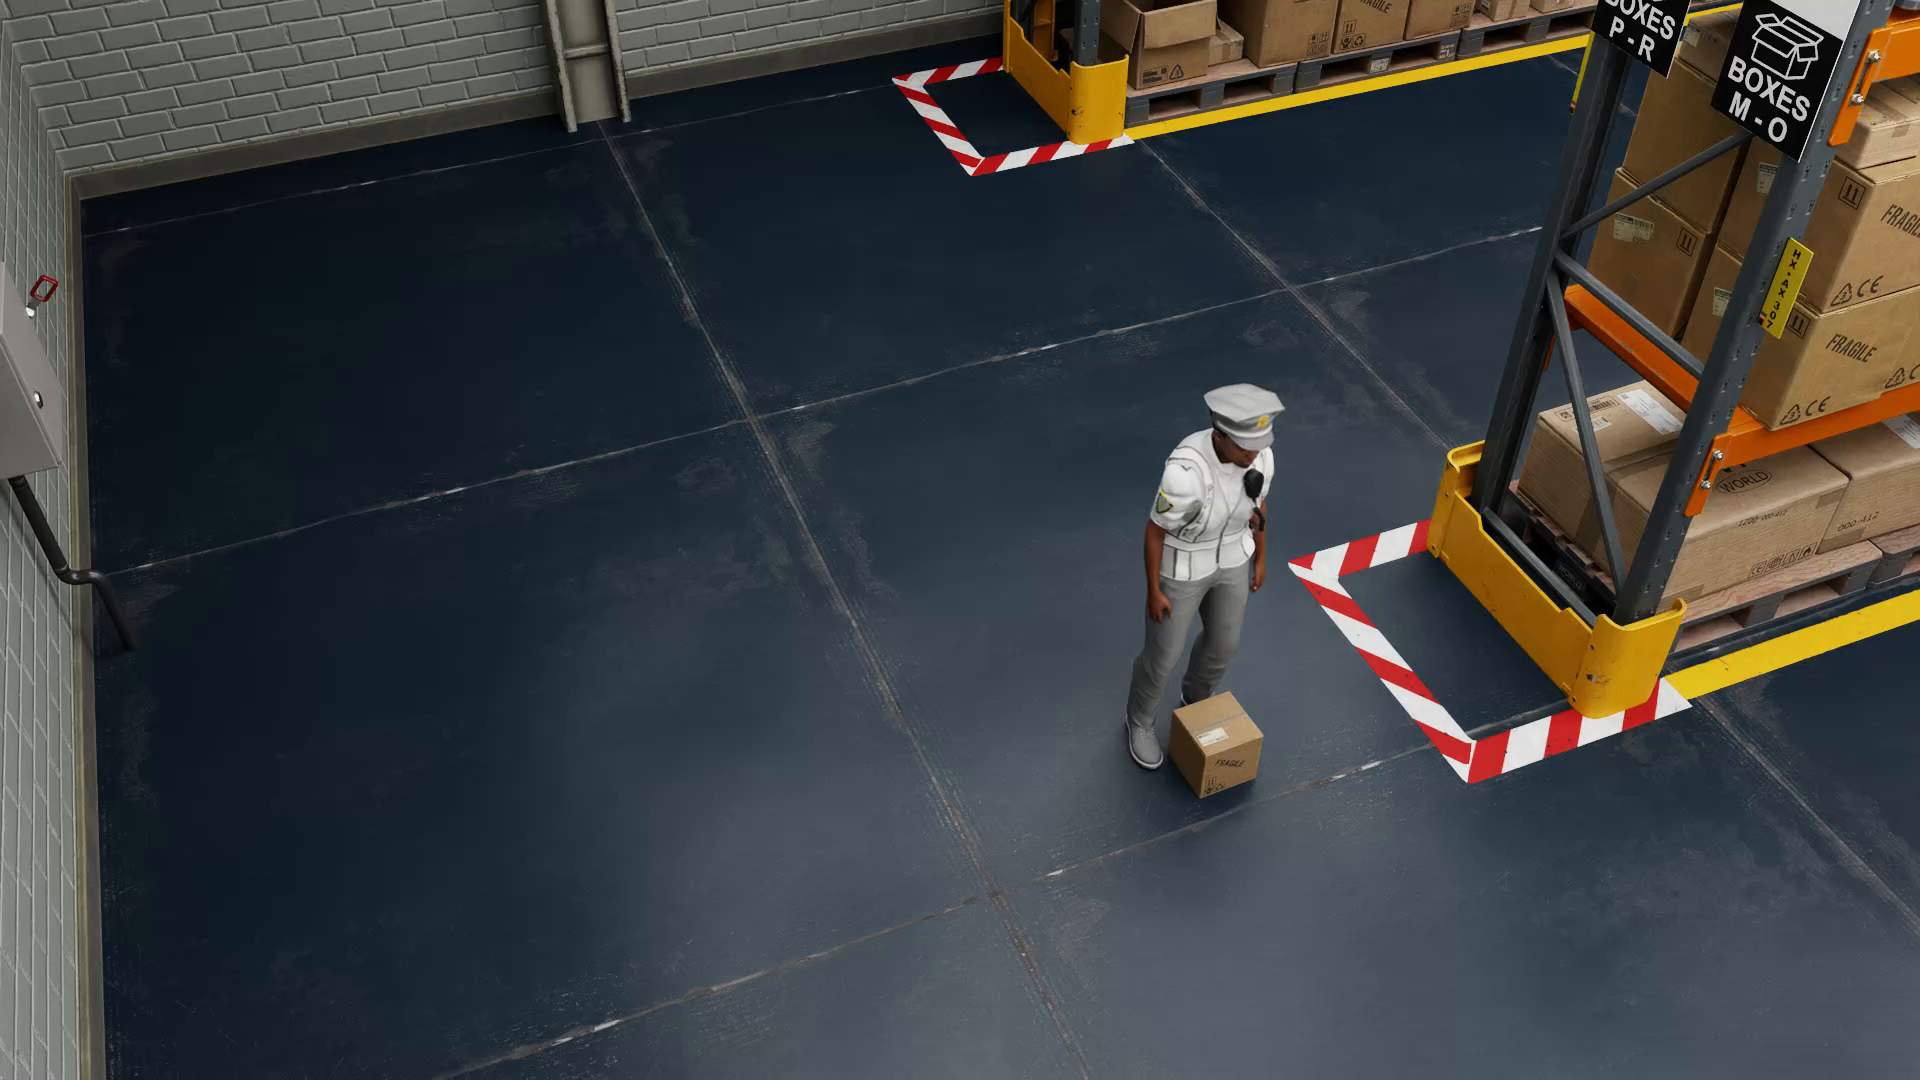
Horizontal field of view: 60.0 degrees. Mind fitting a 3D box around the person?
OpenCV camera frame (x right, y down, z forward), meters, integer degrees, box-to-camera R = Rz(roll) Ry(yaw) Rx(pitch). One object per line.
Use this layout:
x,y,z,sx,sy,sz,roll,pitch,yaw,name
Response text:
0.877,0.115,6.031,0.525,1.661,0.395,-17,45,-18,person
